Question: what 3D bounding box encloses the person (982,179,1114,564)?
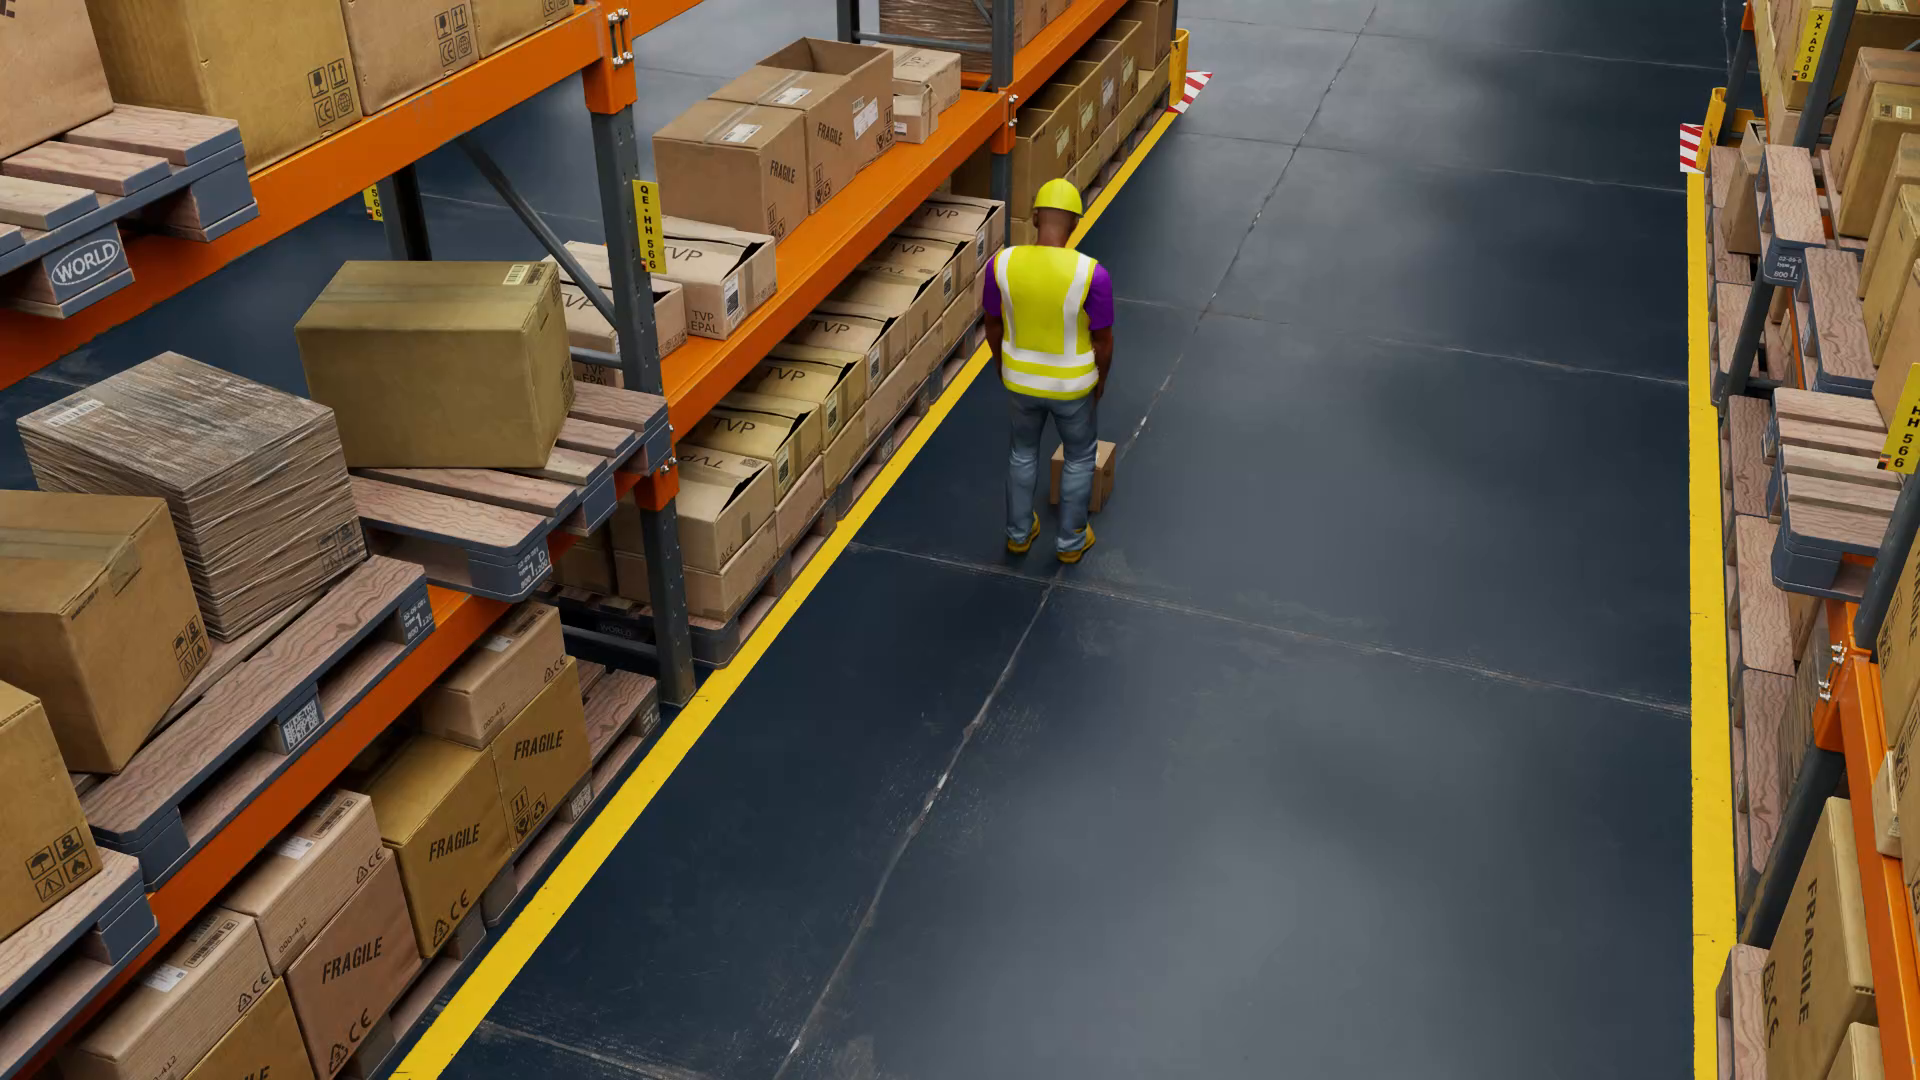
[{"bbox_3d":[0.386,-0.716,7.245,0.581,1.738,0.409,12,35,18],"label":"person"}]
